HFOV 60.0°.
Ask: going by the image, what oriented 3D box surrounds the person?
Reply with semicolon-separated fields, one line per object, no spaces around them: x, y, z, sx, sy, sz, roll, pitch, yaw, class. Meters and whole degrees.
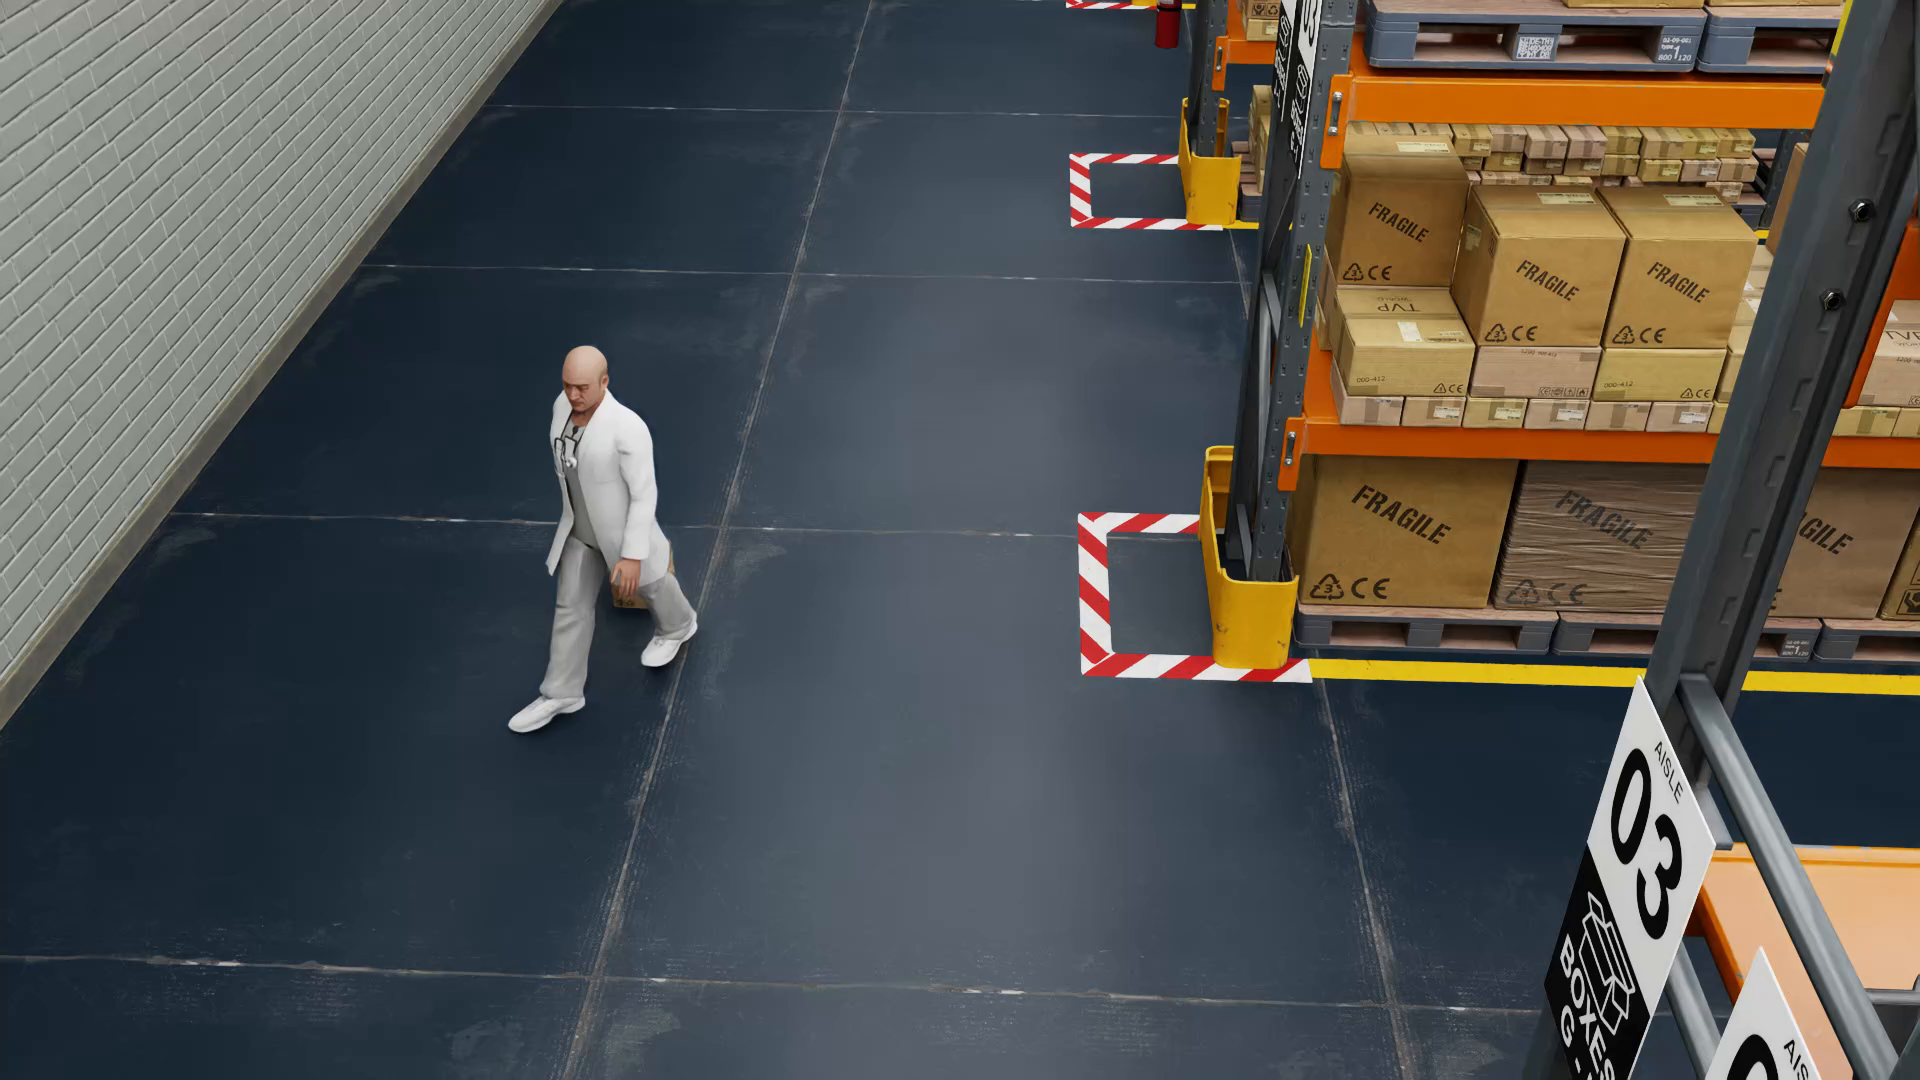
-1.558;-0.027;7.140;0.652;1.731;1.050;20;40;26;person
